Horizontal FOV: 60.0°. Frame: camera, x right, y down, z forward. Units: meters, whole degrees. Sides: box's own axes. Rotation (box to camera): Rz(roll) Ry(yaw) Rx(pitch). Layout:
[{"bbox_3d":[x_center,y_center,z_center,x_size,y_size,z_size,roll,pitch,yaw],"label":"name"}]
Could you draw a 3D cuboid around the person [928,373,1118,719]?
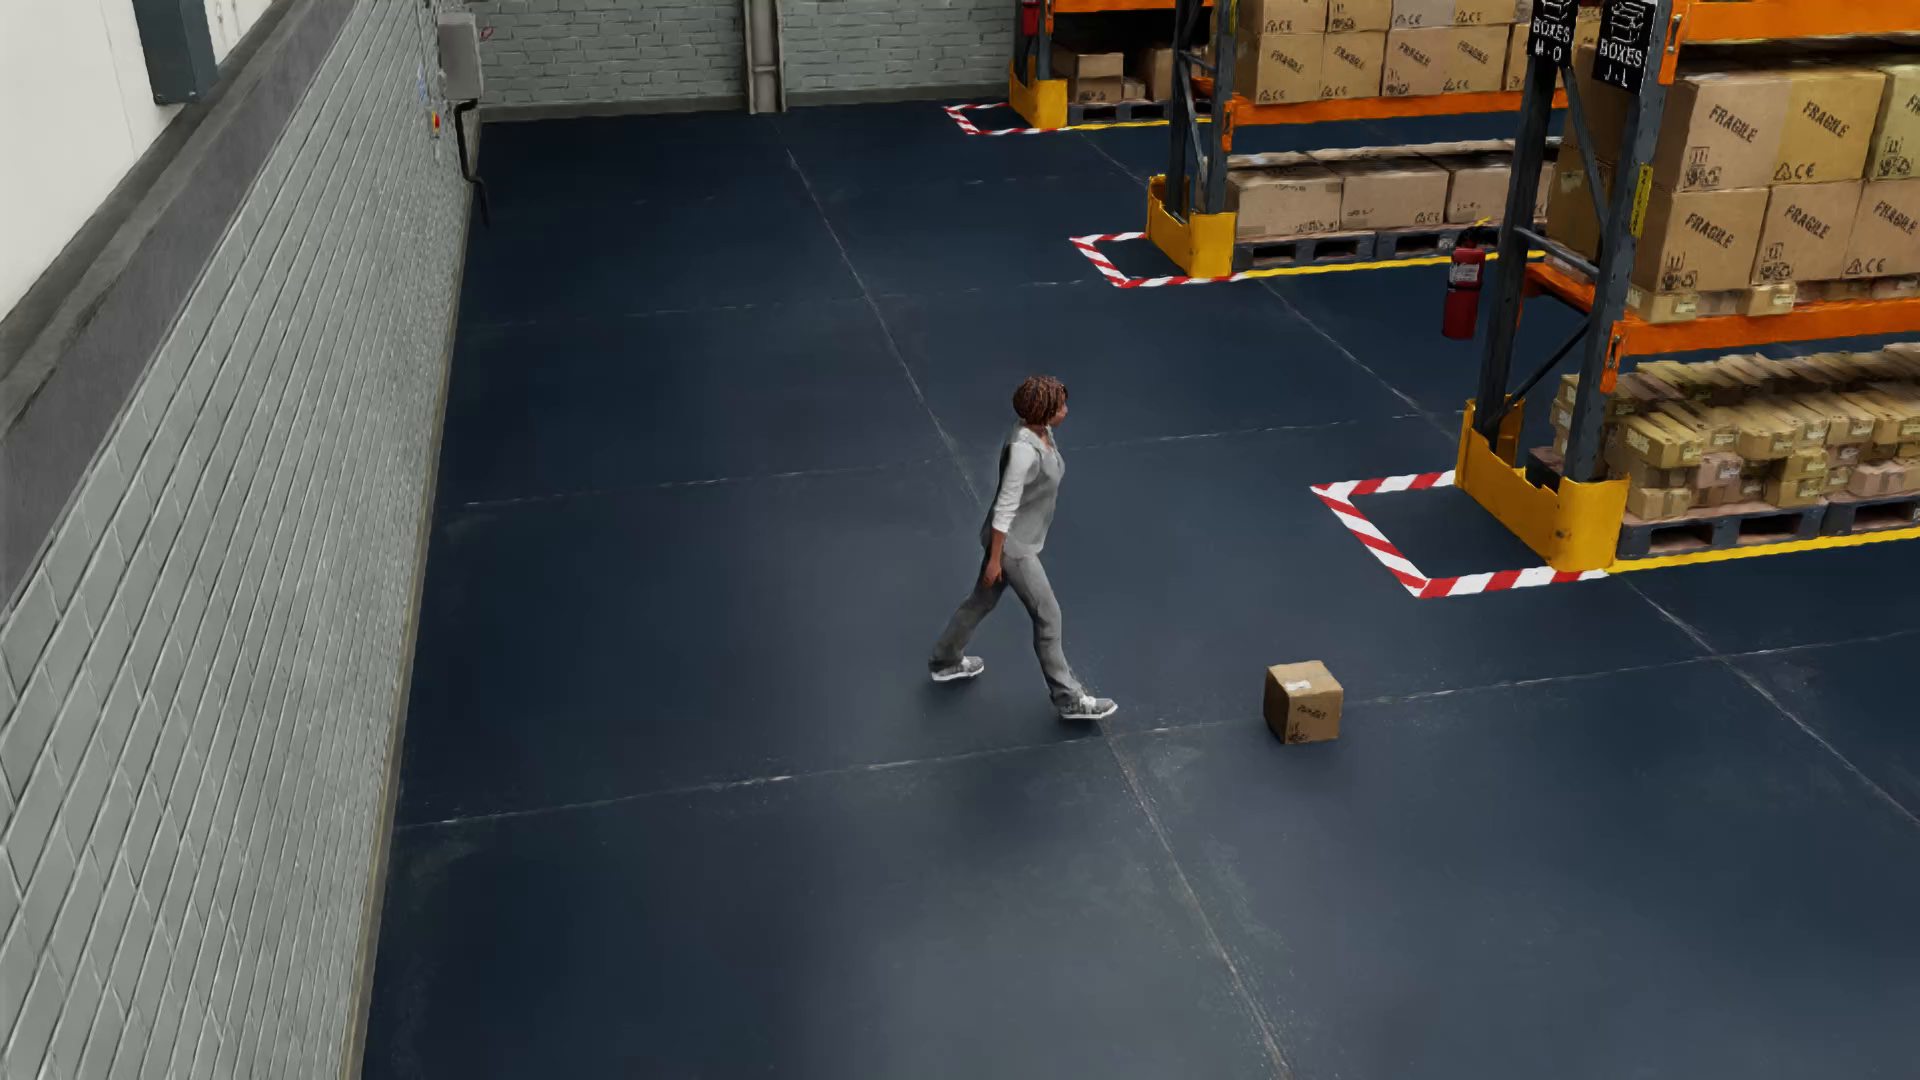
[{"bbox_3d":[0.283,0.023,7.140,0.869,1.510,0.461,4,27,7],"label":"person"}]
